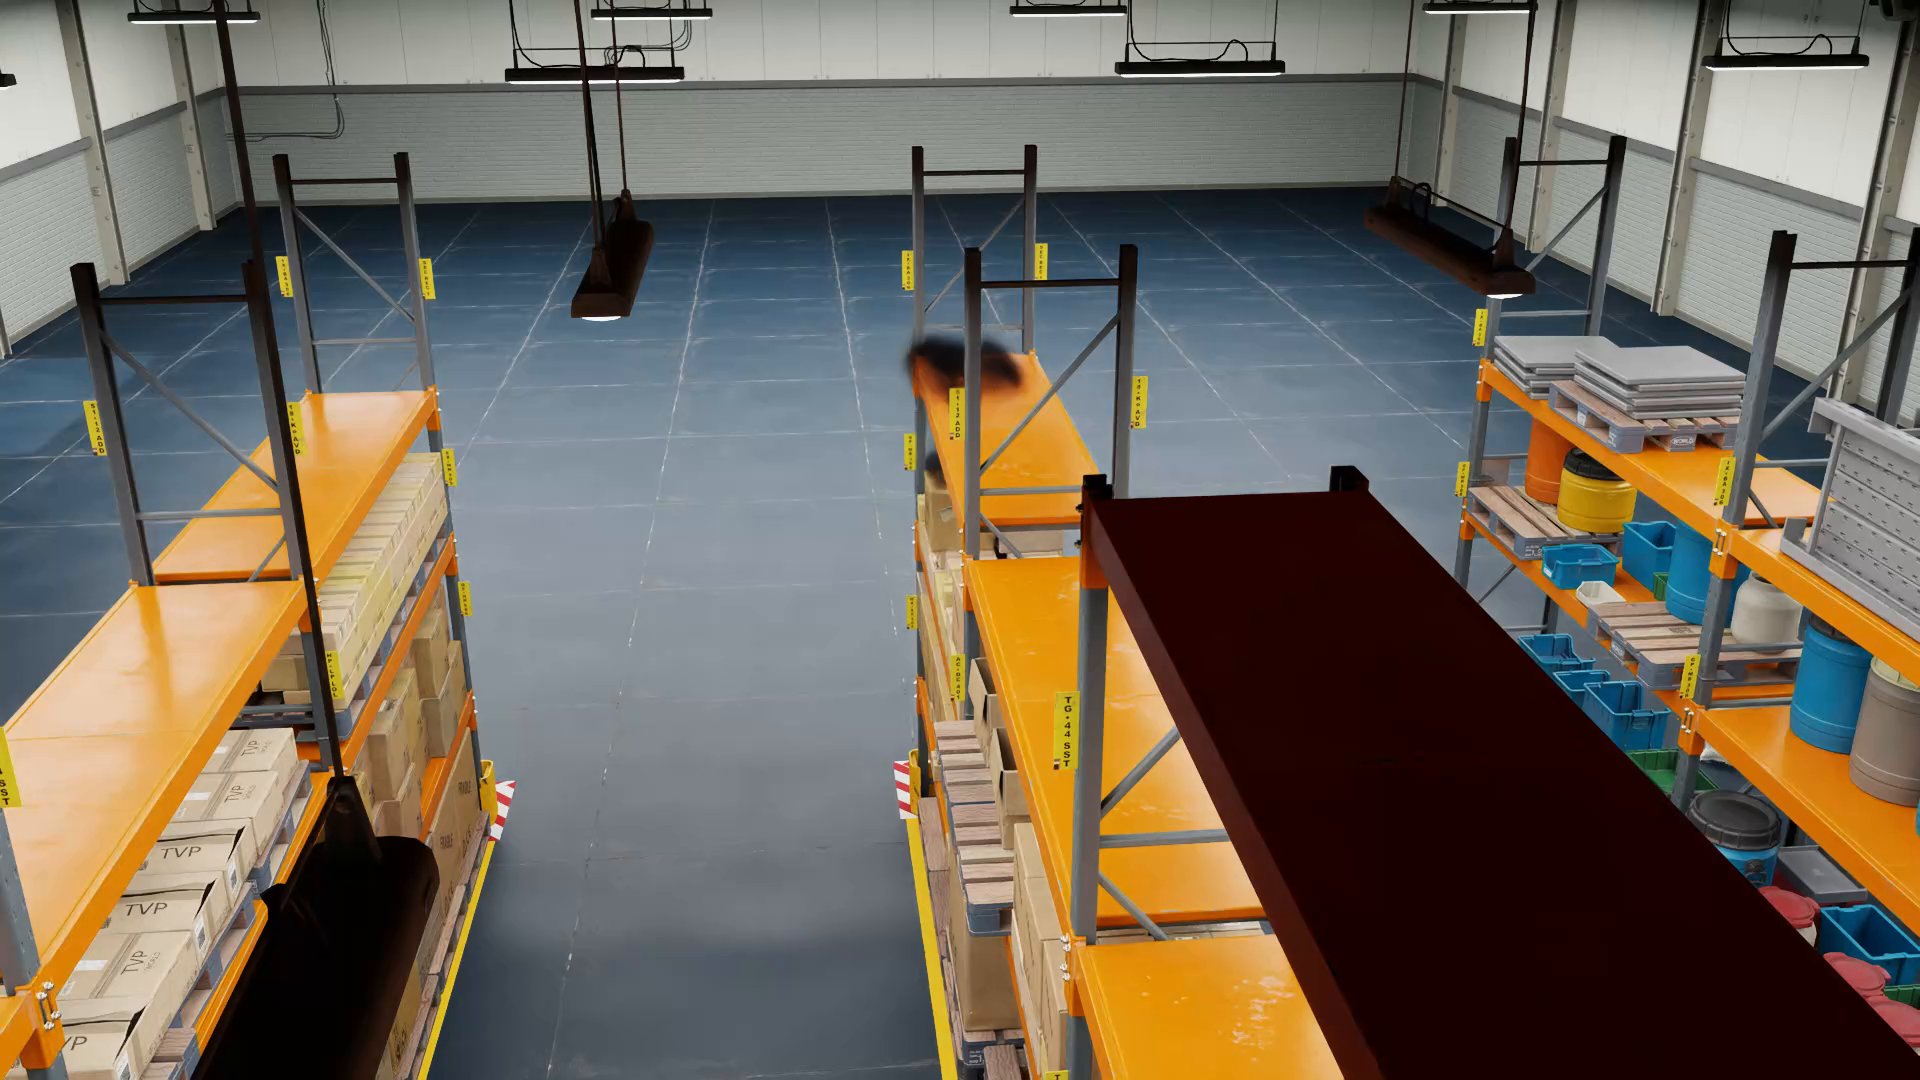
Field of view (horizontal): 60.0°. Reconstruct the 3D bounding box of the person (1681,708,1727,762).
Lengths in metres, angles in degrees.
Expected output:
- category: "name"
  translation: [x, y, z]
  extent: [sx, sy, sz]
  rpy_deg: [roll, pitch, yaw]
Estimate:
- category: "person"
  translation: [7.142, 1.296, 15.977]
  extent: [0.742, 1.759, 0.695]
  rpy_deg: [13, 25, 30]
